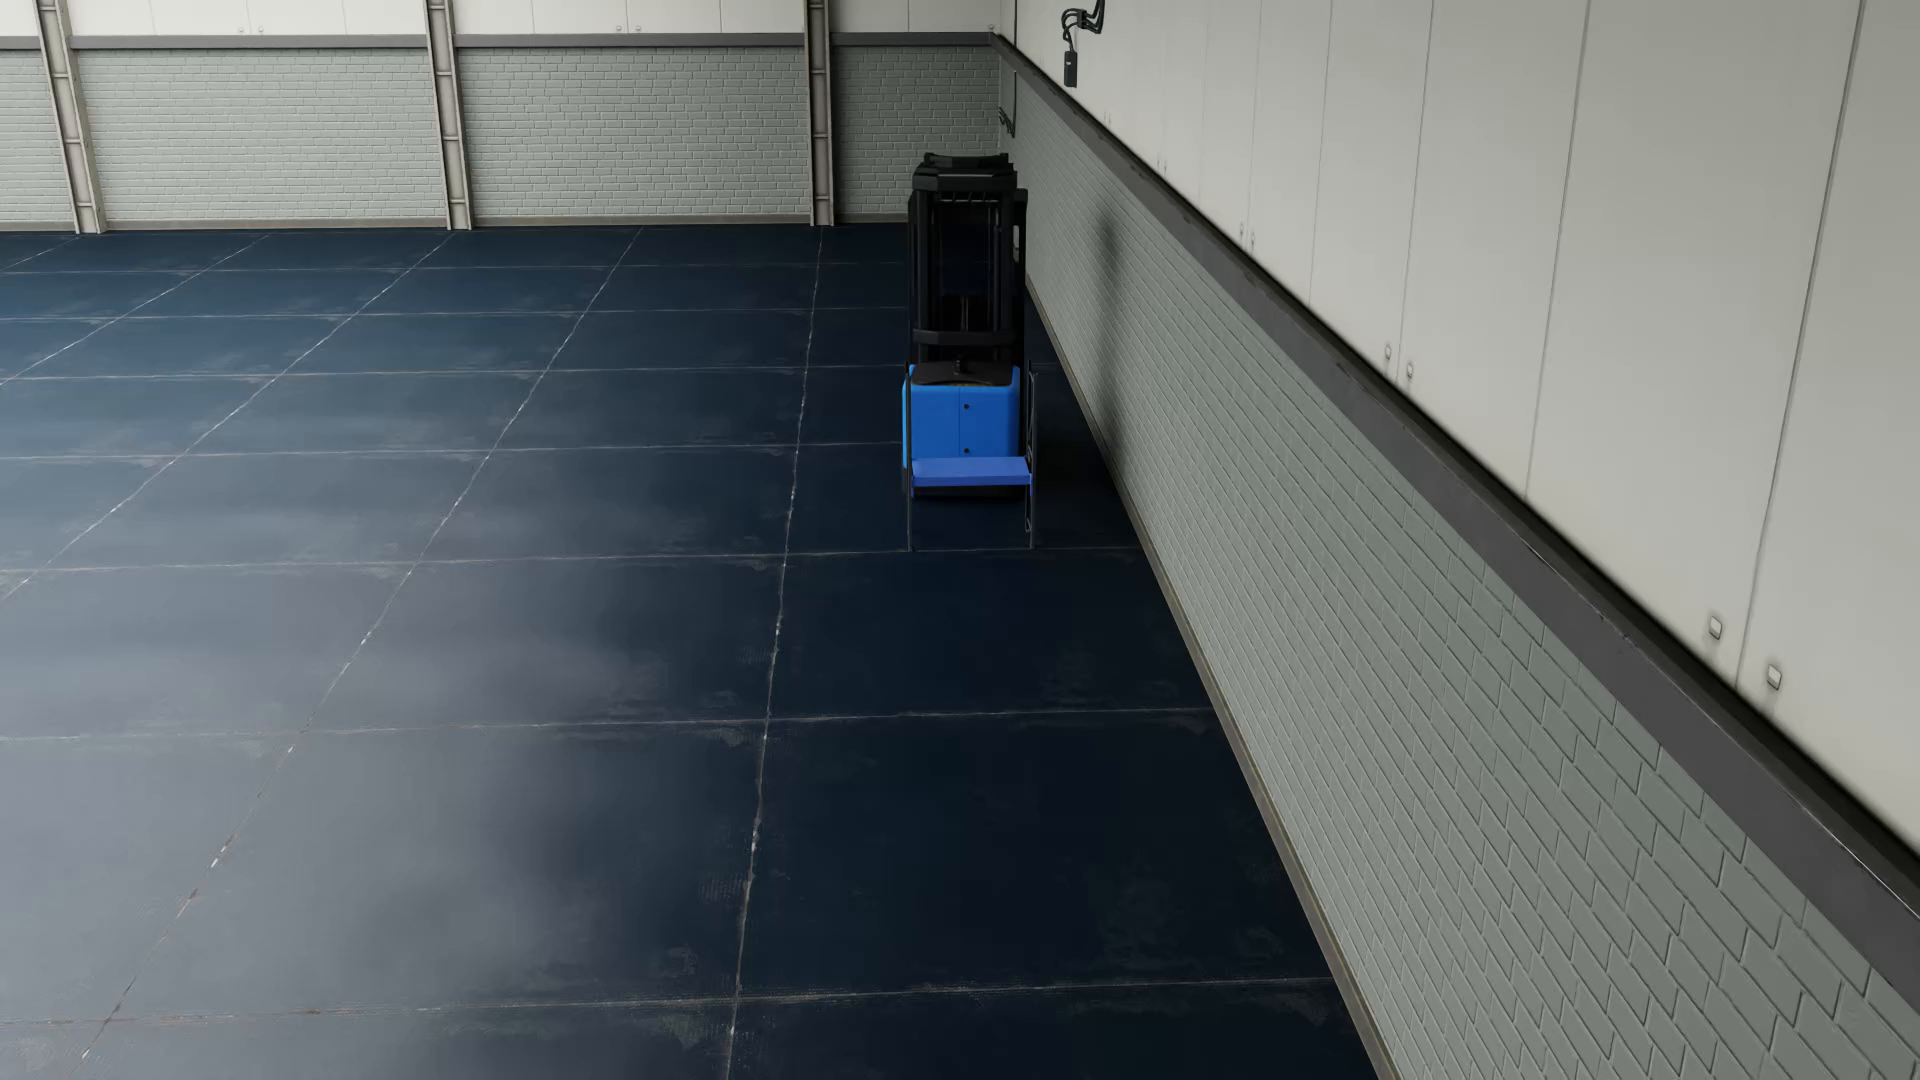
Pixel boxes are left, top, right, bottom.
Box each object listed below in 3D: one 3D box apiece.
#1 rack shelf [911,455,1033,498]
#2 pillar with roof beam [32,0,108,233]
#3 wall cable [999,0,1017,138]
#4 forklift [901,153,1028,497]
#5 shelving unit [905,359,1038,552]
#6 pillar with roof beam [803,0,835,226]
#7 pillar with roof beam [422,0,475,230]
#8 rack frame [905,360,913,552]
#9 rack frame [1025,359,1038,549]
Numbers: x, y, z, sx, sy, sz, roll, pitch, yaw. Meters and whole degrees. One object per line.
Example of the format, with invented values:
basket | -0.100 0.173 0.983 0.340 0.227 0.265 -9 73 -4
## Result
rack shelf | 0.085 -0.535 13.854 1.000 0.185 0.538 -1 21 -3
pillar with roof beam | -14.051 -7.757 21.780 0.400 9.000 9.100 -1 21 -3
wall cable | 0.700 -7.669 25.913 0.112 2.526 3.097 -1 21 -3
forklift | 0.079 -2.228 15.786 1.130 2.935 3.031 1 21 3
shelving unit | 0.085 -0.703 13.790 1.048 1.500 0.538 -1 21 -3
pillar with roof beam | -2.071 -8.001 22.421 0.400 9.000 9.100 -1 21 -3
pillar with roof beam | -8.061 -7.879 22.100 0.400 9.000 9.100 -1 21 -3
rack frame | -0.422 -0.692 13.763 0.032 1.500 0.500 -1 21 -3
rack frame | 0.593 -0.713 13.817 0.032 1.500 0.500 -1 21 -3
